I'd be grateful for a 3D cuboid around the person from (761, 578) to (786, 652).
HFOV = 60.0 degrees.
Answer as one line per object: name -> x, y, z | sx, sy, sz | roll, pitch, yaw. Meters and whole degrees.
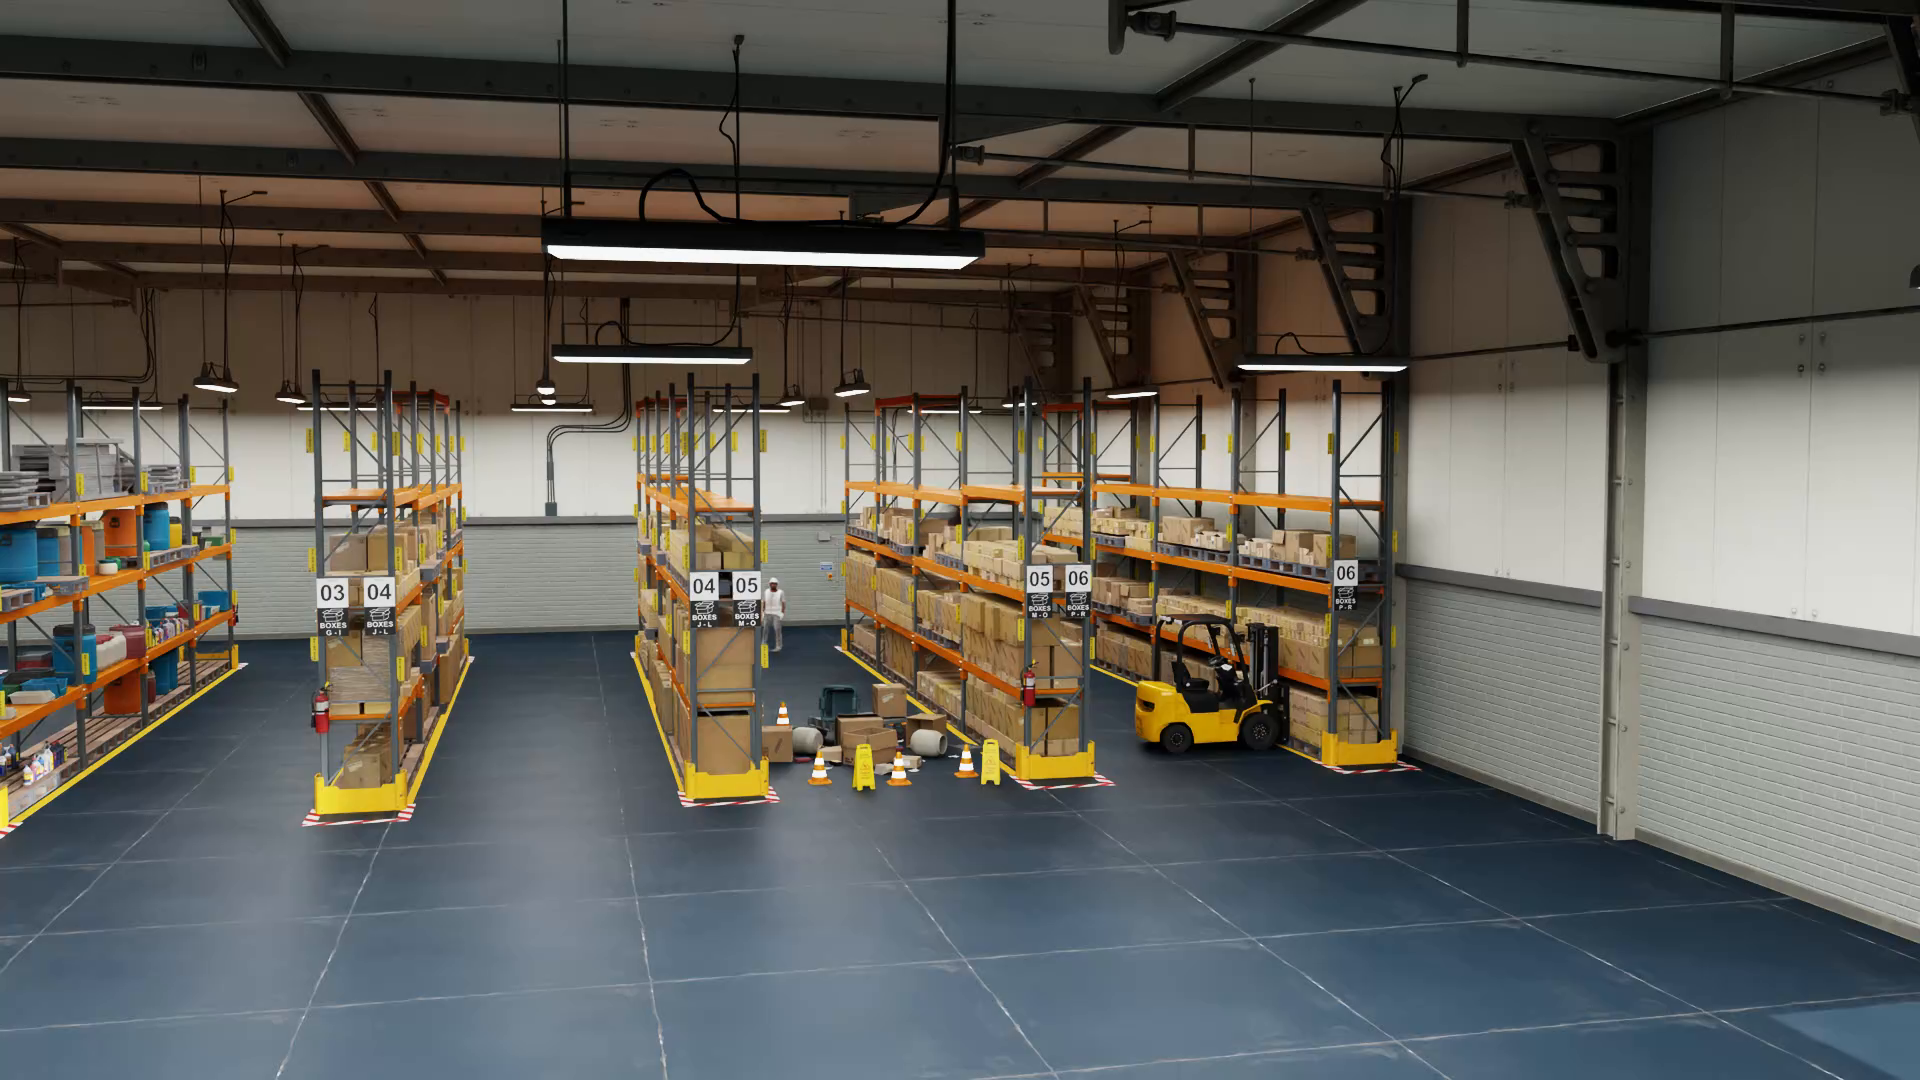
person -> -4.563, 1.802, 40.031 | 0.688, 1.792, 0.481 | 1, 4, 22
